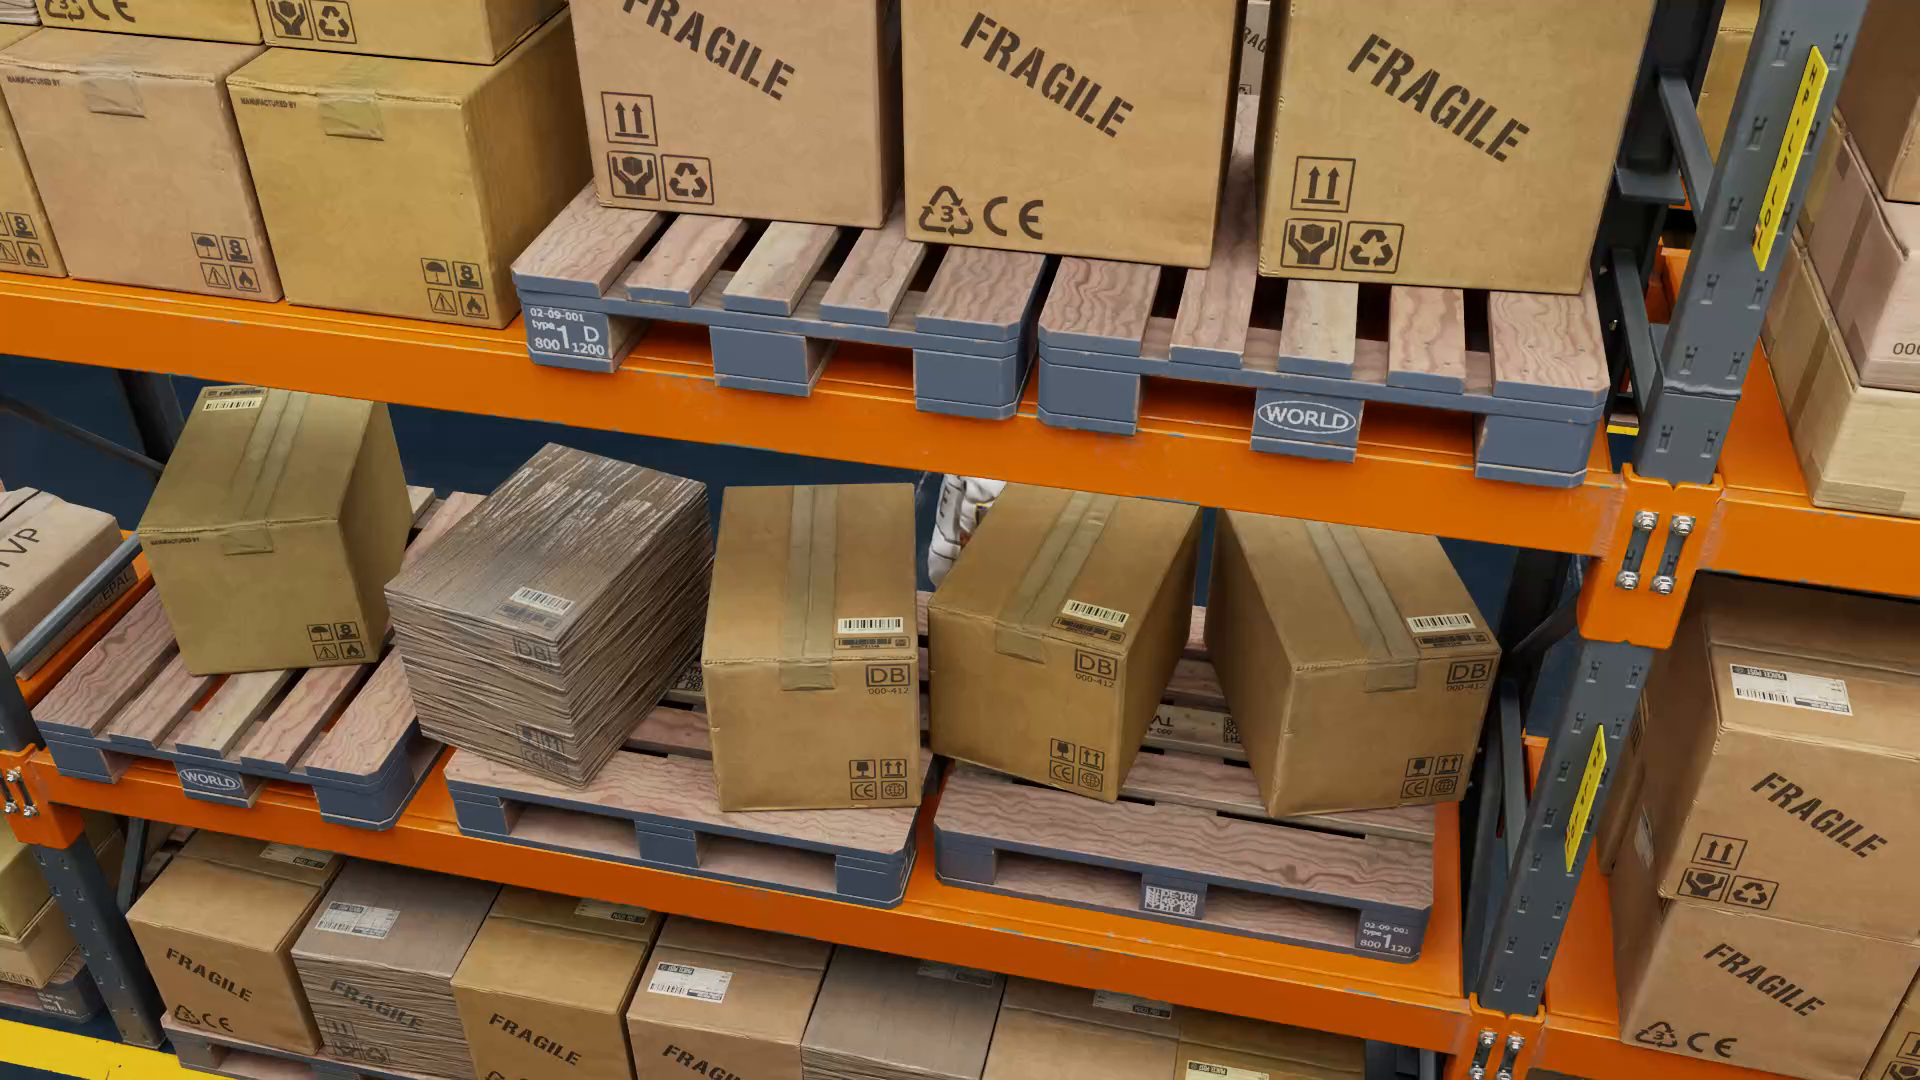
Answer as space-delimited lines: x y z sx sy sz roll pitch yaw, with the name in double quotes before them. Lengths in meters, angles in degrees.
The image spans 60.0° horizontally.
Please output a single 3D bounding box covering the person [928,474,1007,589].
"person" 0.129 0.111 5.997 0.471 1.665 0.561 6 37 8
